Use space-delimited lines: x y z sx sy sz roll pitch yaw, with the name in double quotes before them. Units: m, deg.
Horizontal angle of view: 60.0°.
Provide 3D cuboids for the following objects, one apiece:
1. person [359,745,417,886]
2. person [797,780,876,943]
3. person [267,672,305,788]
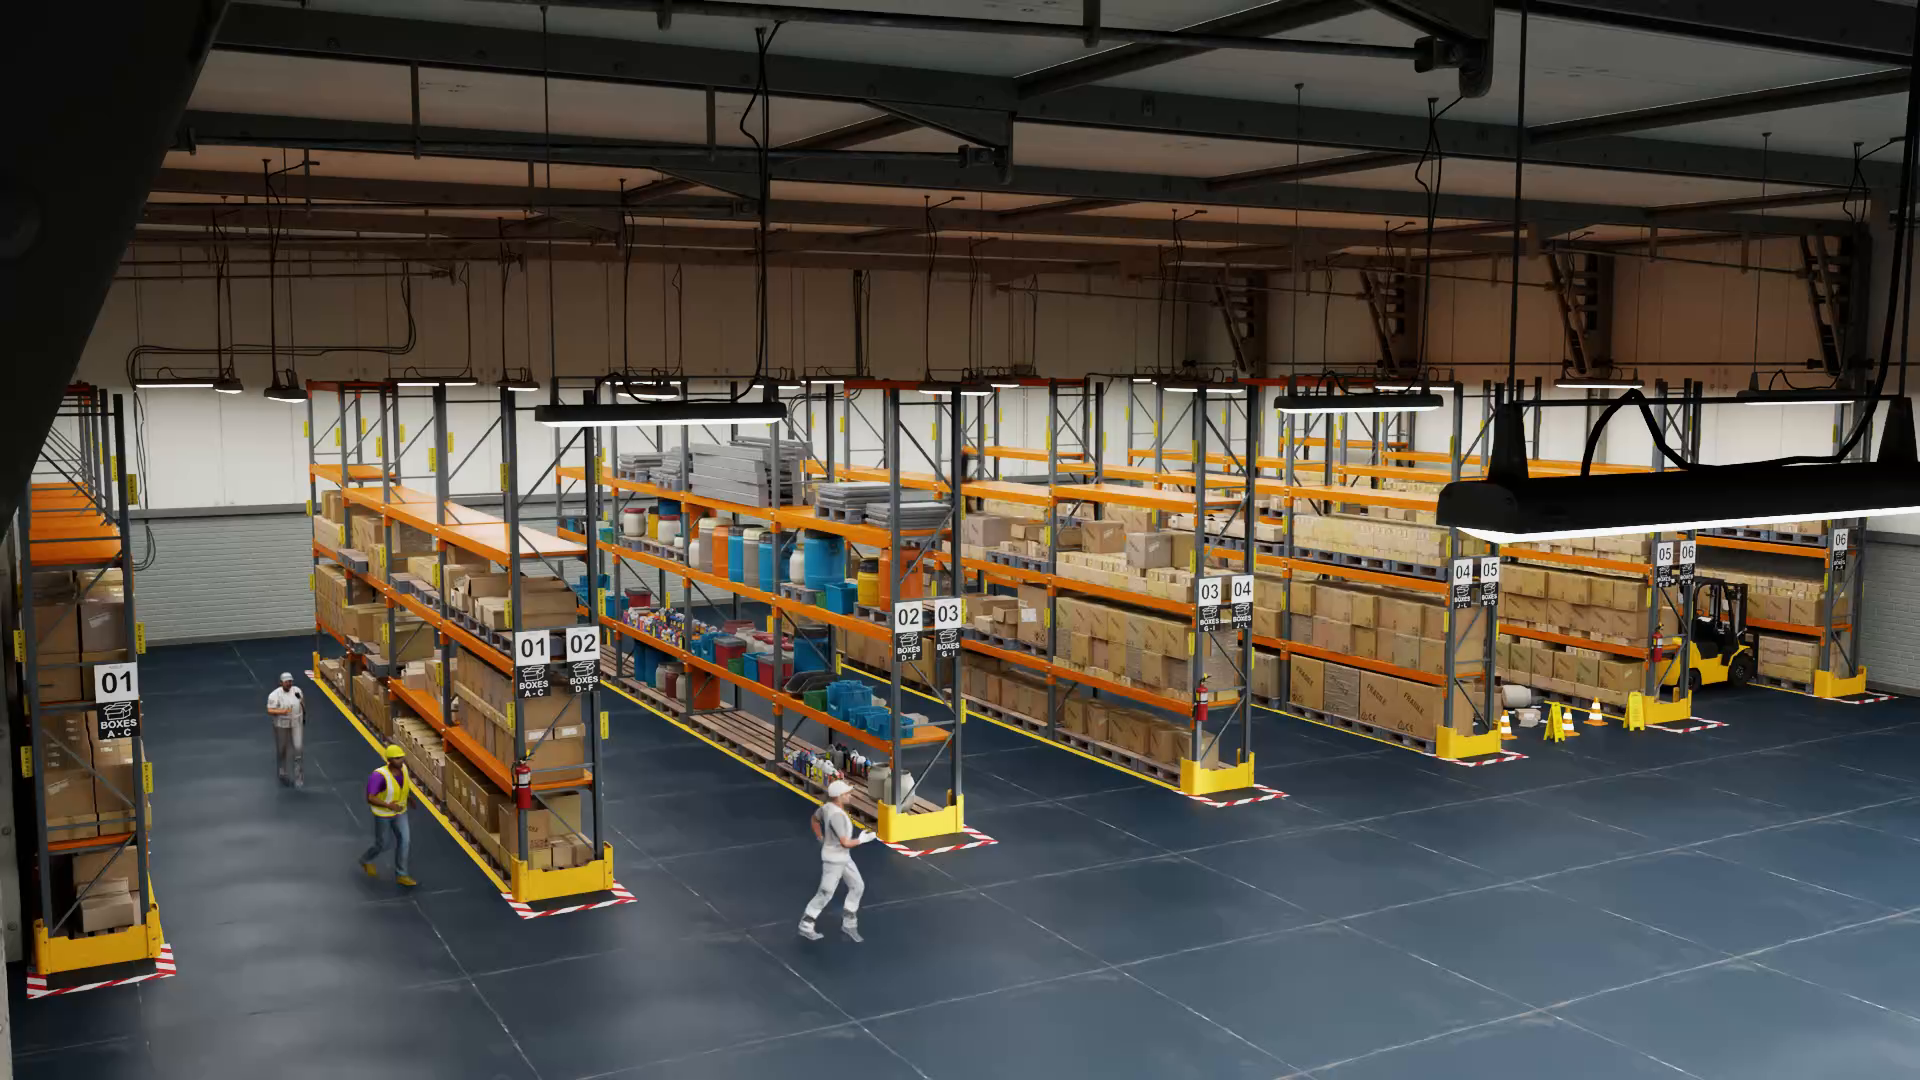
"person" -6.997 3.322 20.261 0.911 1.730 0.699 4 7 35
"person" -1.344 3.517 18.101 0.868 1.842 0.625 0 6 1
"person" -10.158 2.830 25.100 0.561 1.712 0.855 -4 7 -30
